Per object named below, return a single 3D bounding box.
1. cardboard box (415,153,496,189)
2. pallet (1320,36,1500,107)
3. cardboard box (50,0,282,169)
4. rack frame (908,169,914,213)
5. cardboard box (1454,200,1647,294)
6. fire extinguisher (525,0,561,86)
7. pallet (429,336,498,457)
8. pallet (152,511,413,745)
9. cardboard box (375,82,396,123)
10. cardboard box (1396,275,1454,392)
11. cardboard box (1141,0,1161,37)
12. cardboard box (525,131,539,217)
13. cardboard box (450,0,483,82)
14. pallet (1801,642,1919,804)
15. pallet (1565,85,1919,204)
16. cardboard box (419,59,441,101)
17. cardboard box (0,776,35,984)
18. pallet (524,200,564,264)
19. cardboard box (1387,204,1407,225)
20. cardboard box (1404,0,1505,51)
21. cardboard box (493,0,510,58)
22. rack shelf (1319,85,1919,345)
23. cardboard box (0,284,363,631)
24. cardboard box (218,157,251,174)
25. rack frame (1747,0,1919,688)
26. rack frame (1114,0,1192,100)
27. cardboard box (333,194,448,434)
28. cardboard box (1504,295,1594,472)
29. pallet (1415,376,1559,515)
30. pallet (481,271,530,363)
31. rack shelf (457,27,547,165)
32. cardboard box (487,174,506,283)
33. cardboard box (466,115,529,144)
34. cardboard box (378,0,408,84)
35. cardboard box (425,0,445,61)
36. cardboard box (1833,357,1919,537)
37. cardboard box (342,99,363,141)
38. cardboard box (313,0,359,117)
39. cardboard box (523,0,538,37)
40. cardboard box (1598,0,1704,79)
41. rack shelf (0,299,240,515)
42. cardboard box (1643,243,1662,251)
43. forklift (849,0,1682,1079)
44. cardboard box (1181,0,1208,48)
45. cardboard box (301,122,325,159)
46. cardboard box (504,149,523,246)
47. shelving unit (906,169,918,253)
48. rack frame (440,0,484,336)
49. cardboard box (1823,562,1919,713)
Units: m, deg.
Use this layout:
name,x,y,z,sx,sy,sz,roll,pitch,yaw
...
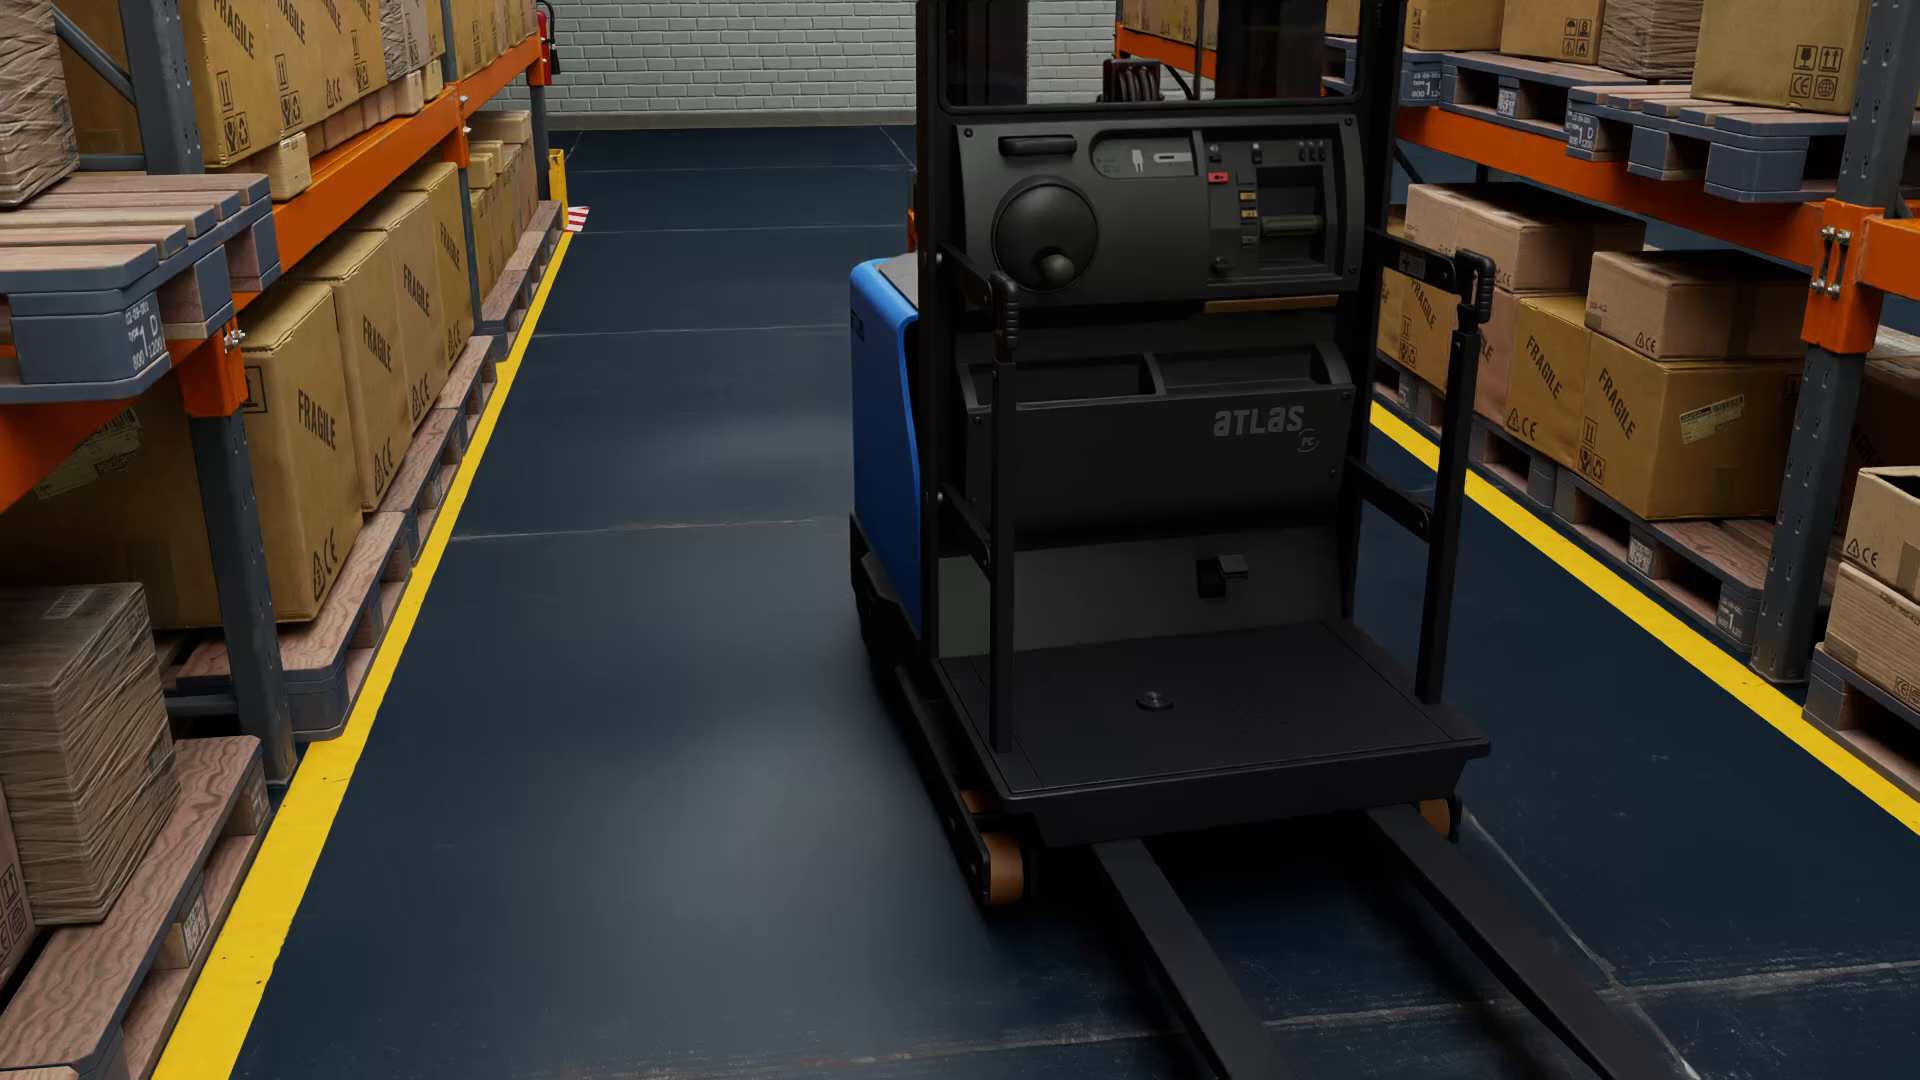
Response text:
name,x,y,z,sx,sy,sz,roll,pitch,yaw
cardboard box,-2.607,-1.897,8.555,0.380,0.149,0.250,-2,21,-6
pallet,2.177,-2.055,7.205,1.003,0.211,1.213,-3,21,-8
cardboard box,-1.972,-1.168,3.959,0.500,0.500,0.500,-2,21,-6
rack frame,-0.059,-0.704,5.886,0.240,1.200,0.015,-3,21,-8
cardboard box,2.215,-1.114,6.283,0.500,0.250,0.500,-3,21,-9
fire extinguisher,-2.874,-3.425,11.244,0.296,0.674,0.183,-3,21,-8
pallet,-2.546,-0.606,7.038,1.003,0.211,1.213,-3,21,-8
pallet,-2.194,0.238,4.776,1.003,0.211,1.213,-3,21,-8
cardboard box,-2.285,-1.610,6.071,0.380,0.149,0.250,-3,21,-8
cardboard box,2.151,-0.925,6.849,0.500,0.500,0.500,-3,21,-7
cardboard box,1.476,-3.514,10.693,0.500,0.500,0.500,-3,21,-8
cardboard box,-3.109,-2.349,10.692,0.700,0.500,0.500,-3,21,-8
cardboard box,-2.794,-2.505,7.708,0.980,0.700,0.700,-3,21,-7
pallet,2.826,0.551,3.939,1.003,0.211,1.213,-3,21,-8
pallet,2.579,-1.183,4.872,1.213,0.211,1.003,-3,21,-8
cardboard box,-2.343,-1.879,6.790,0.380,0.149,0.250,-3,21,-7
cardboard box,-2.041,0.605,2.754,0.700,0.500,0.500,-3,21,-8
pallet,-3.116,-1.982,10.720,1.003,0.211,1.213,-3,21,-8
cardboard box,1.998,-1.282,7.806,0.500,0.500,0.500,-4,21,-10
cardboard box,2.178,-2.260,6.738,0.700,0.500,0.500,0,20,1
cardboard box,-3.008,-3.010,9.058,0.980,0.700,0.700,-4,21,-10
rack shelf,2.458,-1.398,6.199,1.077,0.370,4.000,-3,21,-8
cardboard box,-2.131,-0.242,4.549,0.750,0.750,0.750,-3,21,-8
cardboard box,-2.001,-0.896,4.159,0.380,0.149,0.250,-3,21,-7
rack frame,2.746,-1.042,4.219,1.000,3.000,0.127,-3,21,-8
rack frame,1.593,-3.812,11.635,1.000,3.000,0.127,-3,21,-8
cardboard box,-2.378,-0.840,6.149,0.750,0.750,0.750,-2,21,-6
cardboard box,2.305,-0.568,5.895,0.500,0.500,0.500,-4,21,-10
pallet,2.503,-0.418,6.533,1.003,0.211,1.213,-3,21,-8
pallet,-2.764,-1.137,8.458,1.003,0.211,1.213,-3,21,-8
rack shelf,-3.020,-2.531,9.235,1.077,0.370,4.000,-3,21,-8
cardboard box,-2.807,-1.640,8.792,0.700,0.500,0.500,-3,21,-8
cardboard box,-2.872,-2.529,10.247,0.380,0.149,0.250,-2,21,-6
cardboard box,-2.269,-1.874,5.850,0.500,0.500,0.500,-3,21,-8
cardboard box,-2.416,-2.224,6.788,0.500,0.500,0.500,-3,21,-9
cardboard box,2.963,-0.249,5.040,0.500,0.500,0.500,-2,21,-5
cardboard box,-2.236,-1.430,5.589,0.380,0.149,0.250,-2,21,-6
cardboard box,-2.109,-1.521,4.906,0.500,0.500,0.500,-3,21,-8
cardboard box,-3.225,-3.525,10.439,0.980,0.700,0.700,-2,21,-5
cardboard box,2.601,-1.824,5.571,0.700,0.500,0.500,1,20,2
rack shelf,-1.867,0.238,1.819,1.077,0.370,4.000,-3,21,-8
cardboard box,2.659,-0.961,6.945,0.500,0.500,0.500,-3,21,-7
forklift,0.504,-0.727,3.473,1.130,2.935,3.031,-5,21,-13
cardboard box,1.616,-3.166,9.764,0.500,0.500,0.500,-3,21,-7
cardboard box,-2.187,-1.252,5.113,0.380,0.149,0.250,-3,21,-7
cardboard box,-2.963,-2.002,9.762,0.700,0.500,0.500,-4,21,-10
shelving unit,-0.024,-0.619,5.660,0.258,1.200,0.503,-3,21,-8
rack frame,-2.732,-2.176,7.255,1.000,3.000,0.127,-3,21,-8
cardboard box,2.531,0.245,4.102,0.500,0.250,0.500,-3,21,-8
